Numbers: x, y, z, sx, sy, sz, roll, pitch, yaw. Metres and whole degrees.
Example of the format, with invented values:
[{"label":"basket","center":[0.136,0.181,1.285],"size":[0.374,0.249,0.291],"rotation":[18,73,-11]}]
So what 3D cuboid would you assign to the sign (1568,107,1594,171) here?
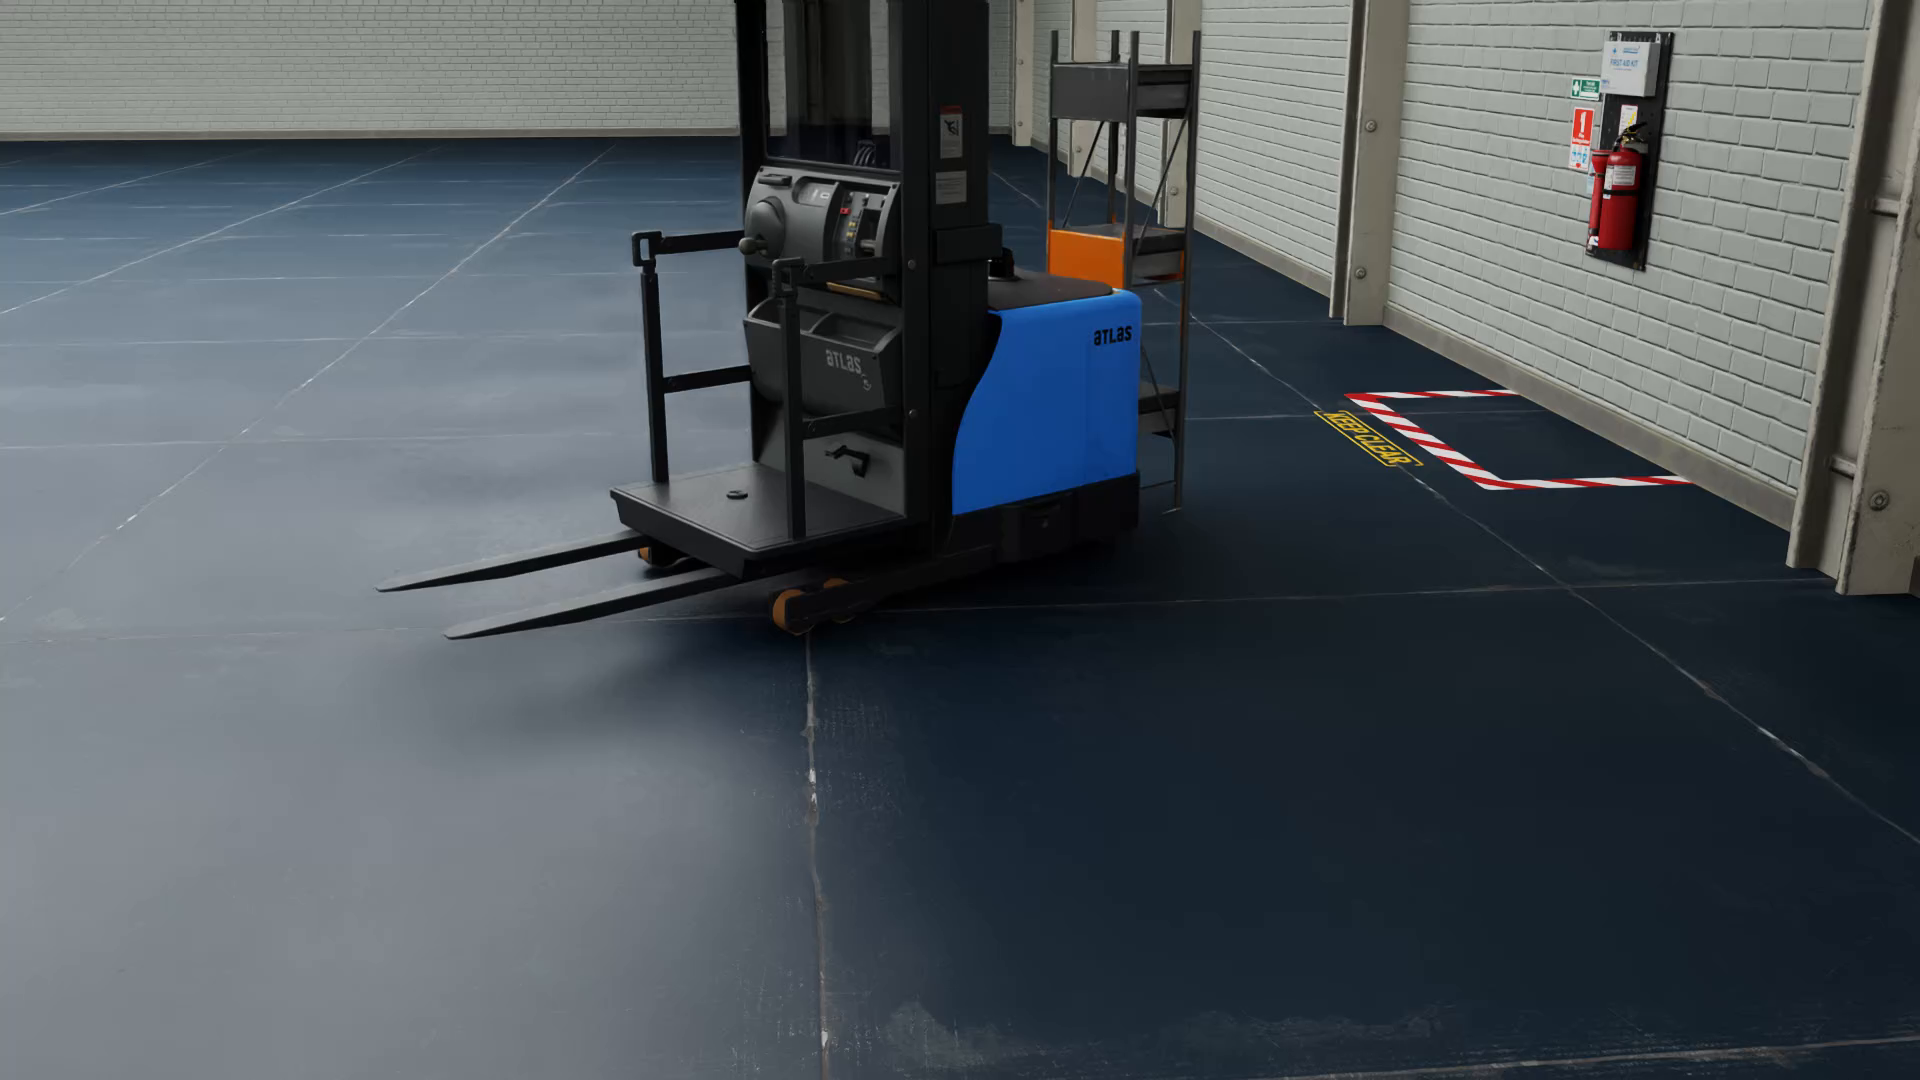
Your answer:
[{"label":"sign","center":[3.408,-2.202,9.123],"size":[0.001,0.329,0.234],"rotation":[-2,18,-6]}]

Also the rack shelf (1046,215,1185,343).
[{"label":"rack shelf","center":[0.698,-1.142,7.354],"size":[0.431,0.518,0.480],"rotation":[-14,22,-37]}]

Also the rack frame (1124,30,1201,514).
[{"label":"rack frame","center":[0.852,-1.098,7.169],"size":[0.400,2.100,0.015],"rotation":[-14,22,-37]}]

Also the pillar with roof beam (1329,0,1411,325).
[{"label":"pillar with roof beam","center":[-1.321,-5.796,10.616],"size":[9.100,9.000,0.400],"rotation":[-2,18,-6]}]

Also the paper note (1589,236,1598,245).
[{"label":"paper note","center":[3.413,-1.651,8.900],"size":[0.016,0.148,0.142],"rotation":[-2,18,-6]}]

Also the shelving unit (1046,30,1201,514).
[{"label":"shelving unit","center":[0.698,-1.155,7.350],"size":[0.431,2.100,0.503],"rotation":[-14,22,-37]}]

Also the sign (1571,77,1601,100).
[{"label":"sign","center":[3.400,-2.453,9.038],"size":[0.001,0.109,0.331],"rotation":[-2,18,-6]}]

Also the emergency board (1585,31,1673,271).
[{"label":"emergency board","center":[3.363,-2.017,8.594],"size":[0.194,1.169,0.643],"rotation":[-2,18,-6]}]

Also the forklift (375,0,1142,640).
[{"label":"forklift","center":[-0.696,-1.229,6.198],"size":[3.031,2.935,1.130],"rotation":[-14,22,-37]}]

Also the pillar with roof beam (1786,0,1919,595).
[{"label":"pillar with roof beam","center":[-0.702,-4.009,4.922],"size":[9.100,9.000,0.400],"rotation":[-2,18,-6]}]

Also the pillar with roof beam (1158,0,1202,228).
[{"label":"pillar with roof beam","center":[-1.940,-7.584,16.310],"size":[9.100,9.000,0.400],"rotation":[-2,18,-6]}]

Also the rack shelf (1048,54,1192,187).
[{"label":"rack shelf","center":[0.698,-1.810,7.144],"size":[0.431,0.518,0.480],"rotation":[-14,22,-37]}]

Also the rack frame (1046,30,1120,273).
[{"label":"rack frame","center":[0.544,-1.211,7.530],"size":[0.400,2.100,0.015],"rotation":[-14,22,-37]}]

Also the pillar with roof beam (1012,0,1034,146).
[{"label":"pillar with roof beam","center":[-3.178,-11.159,27.698],"size":[9.100,9.000,0.400],"rotation":[-2,18,-6]}]

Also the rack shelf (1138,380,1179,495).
[{"label":"rack shelf","center":[0.698,-0.474,7.564],"size":[0.431,0.518,0.480],"rotation":[-14,22,-37]}]

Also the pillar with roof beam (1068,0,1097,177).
[{"label":"pillar with roof beam","center":[-2.559,-9.372,22.004],"size":[9.100,9.000,0.400],"rotation":[-2,18,-6]}]
